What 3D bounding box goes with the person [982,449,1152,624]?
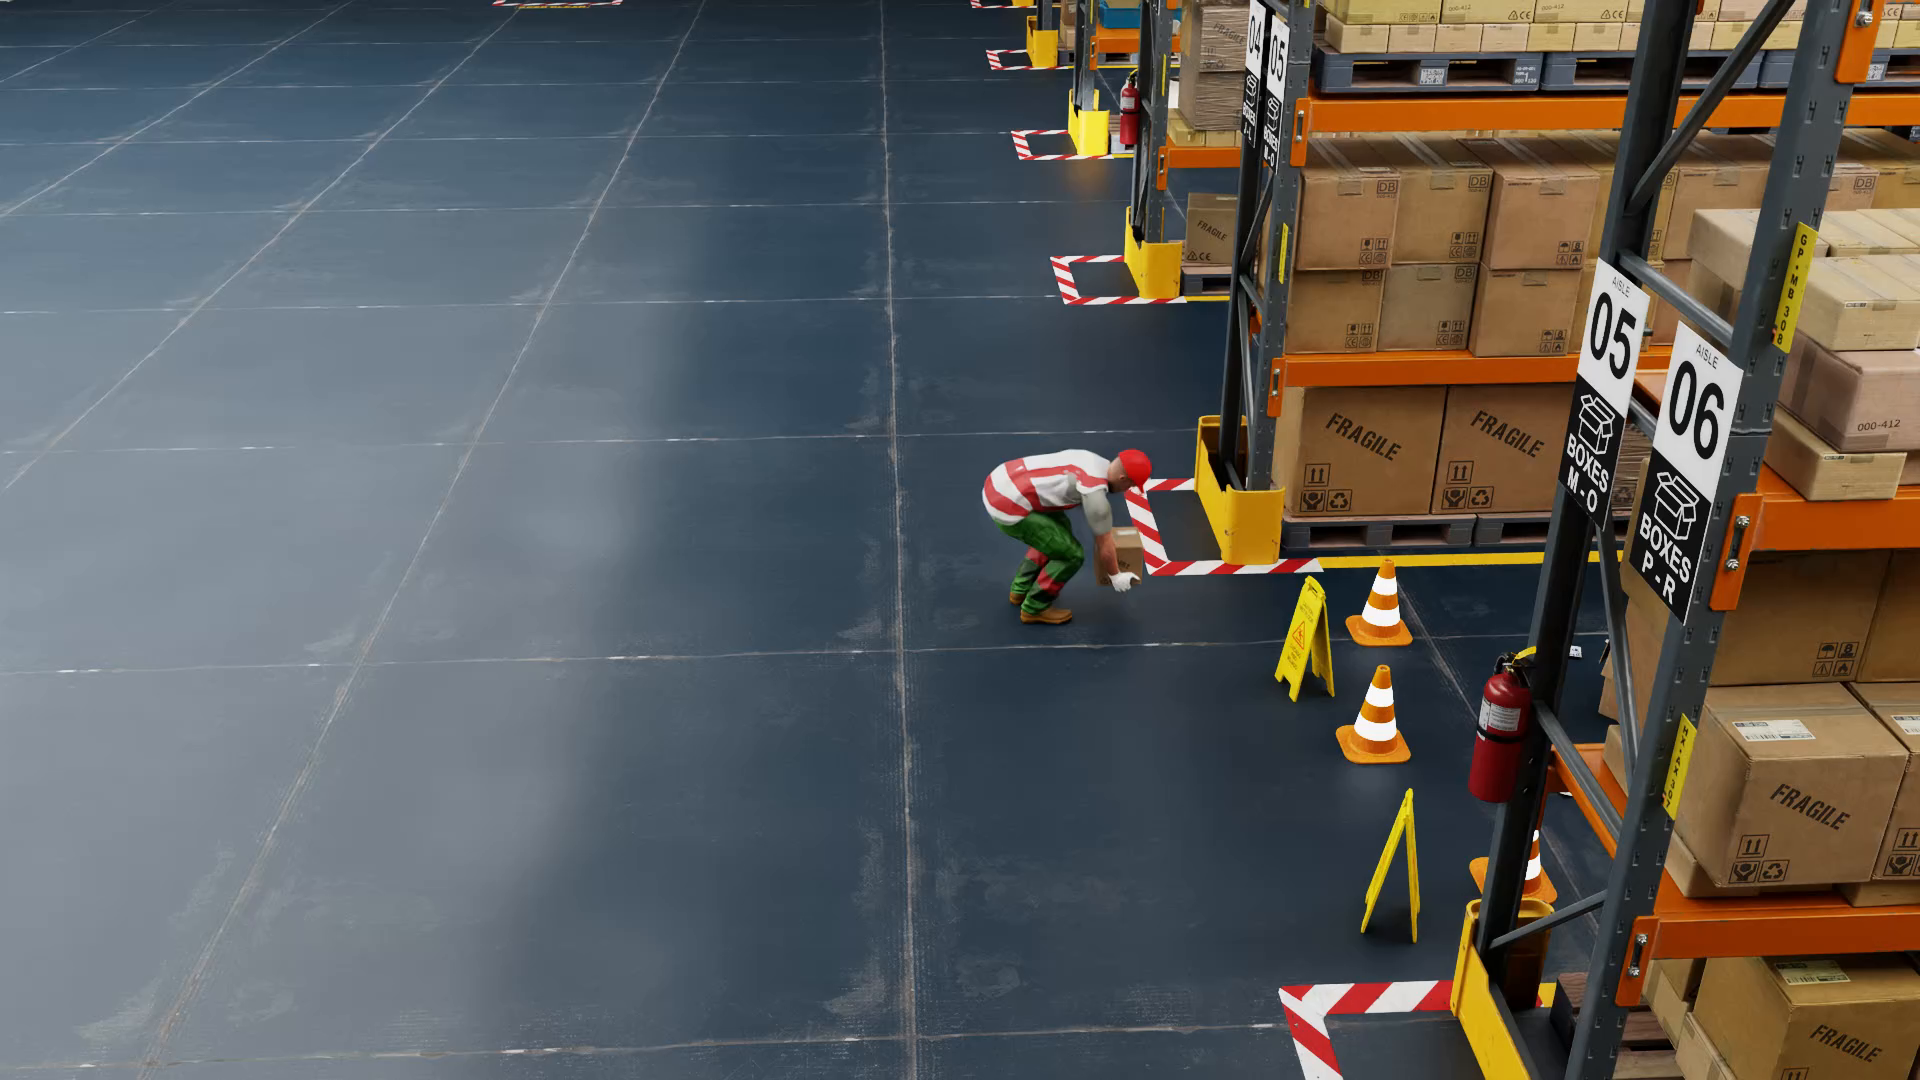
[{"bbox_3d":[0.606,-0.039,9.525,0.957,1.002,0.529,-3,27,-5],"label":"person"}]
